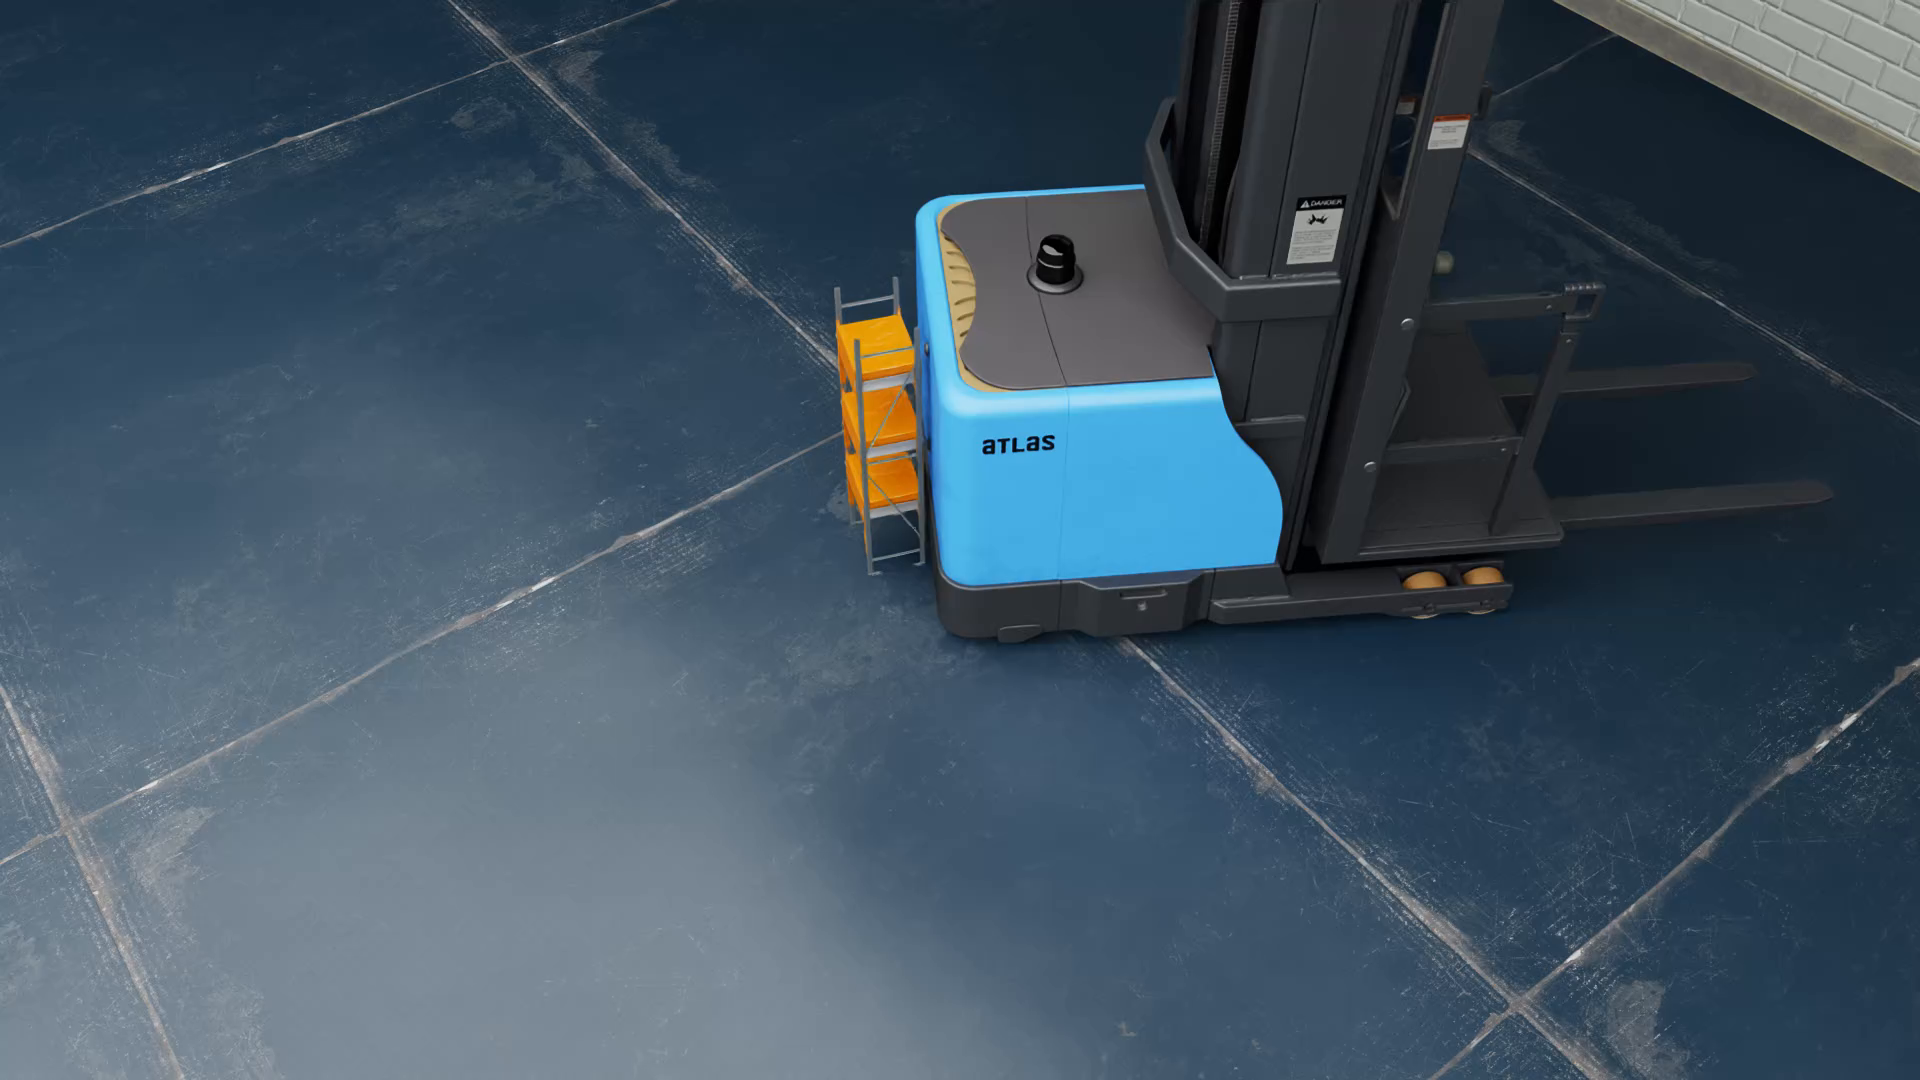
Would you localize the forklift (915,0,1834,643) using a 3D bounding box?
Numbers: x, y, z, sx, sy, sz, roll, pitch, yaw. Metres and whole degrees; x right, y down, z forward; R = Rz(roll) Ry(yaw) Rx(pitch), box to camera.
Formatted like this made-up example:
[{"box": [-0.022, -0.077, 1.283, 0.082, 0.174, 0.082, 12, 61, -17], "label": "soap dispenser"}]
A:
[{"box": [1.395, -1.112, 4.780, 3.031, 2.935, 1.130, -4, 48, -4], "label": "forklift"}]

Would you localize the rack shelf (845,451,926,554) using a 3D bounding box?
[{"box": [-0.249, -0.147, 5.564, 0.215, 0.259, 0.240, -12, 49, -11], "label": "rack shelf"}]

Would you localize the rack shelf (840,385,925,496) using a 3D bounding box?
[{"box": [-0.249, -0.333, 5.358, 0.215, 0.259, 0.240, -12, 49, -11], "label": "rack shelf"}]

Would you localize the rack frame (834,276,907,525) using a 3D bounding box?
[{"box": [-0.283, -0.427, 5.429, 0.200, 1.050, 0.008, -12, 49, -11], "label": "rack frame"}]

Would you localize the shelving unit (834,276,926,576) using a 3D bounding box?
[{"box": [-0.249, -0.340, 5.350, 0.215, 1.050, 0.252, -12, 49, -11], "label": "shelving unit"}]

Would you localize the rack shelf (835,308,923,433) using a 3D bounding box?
[{"box": [-0.249, -0.524, 5.148, 0.215, 0.259, 0.240, -12, 49, -11], "label": "rack shelf"}]

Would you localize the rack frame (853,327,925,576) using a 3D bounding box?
[{"box": [-0.215, -0.254, 5.271, 0.200, 1.050, 0.008, -12, 49, -11], "label": "rack frame"}]
